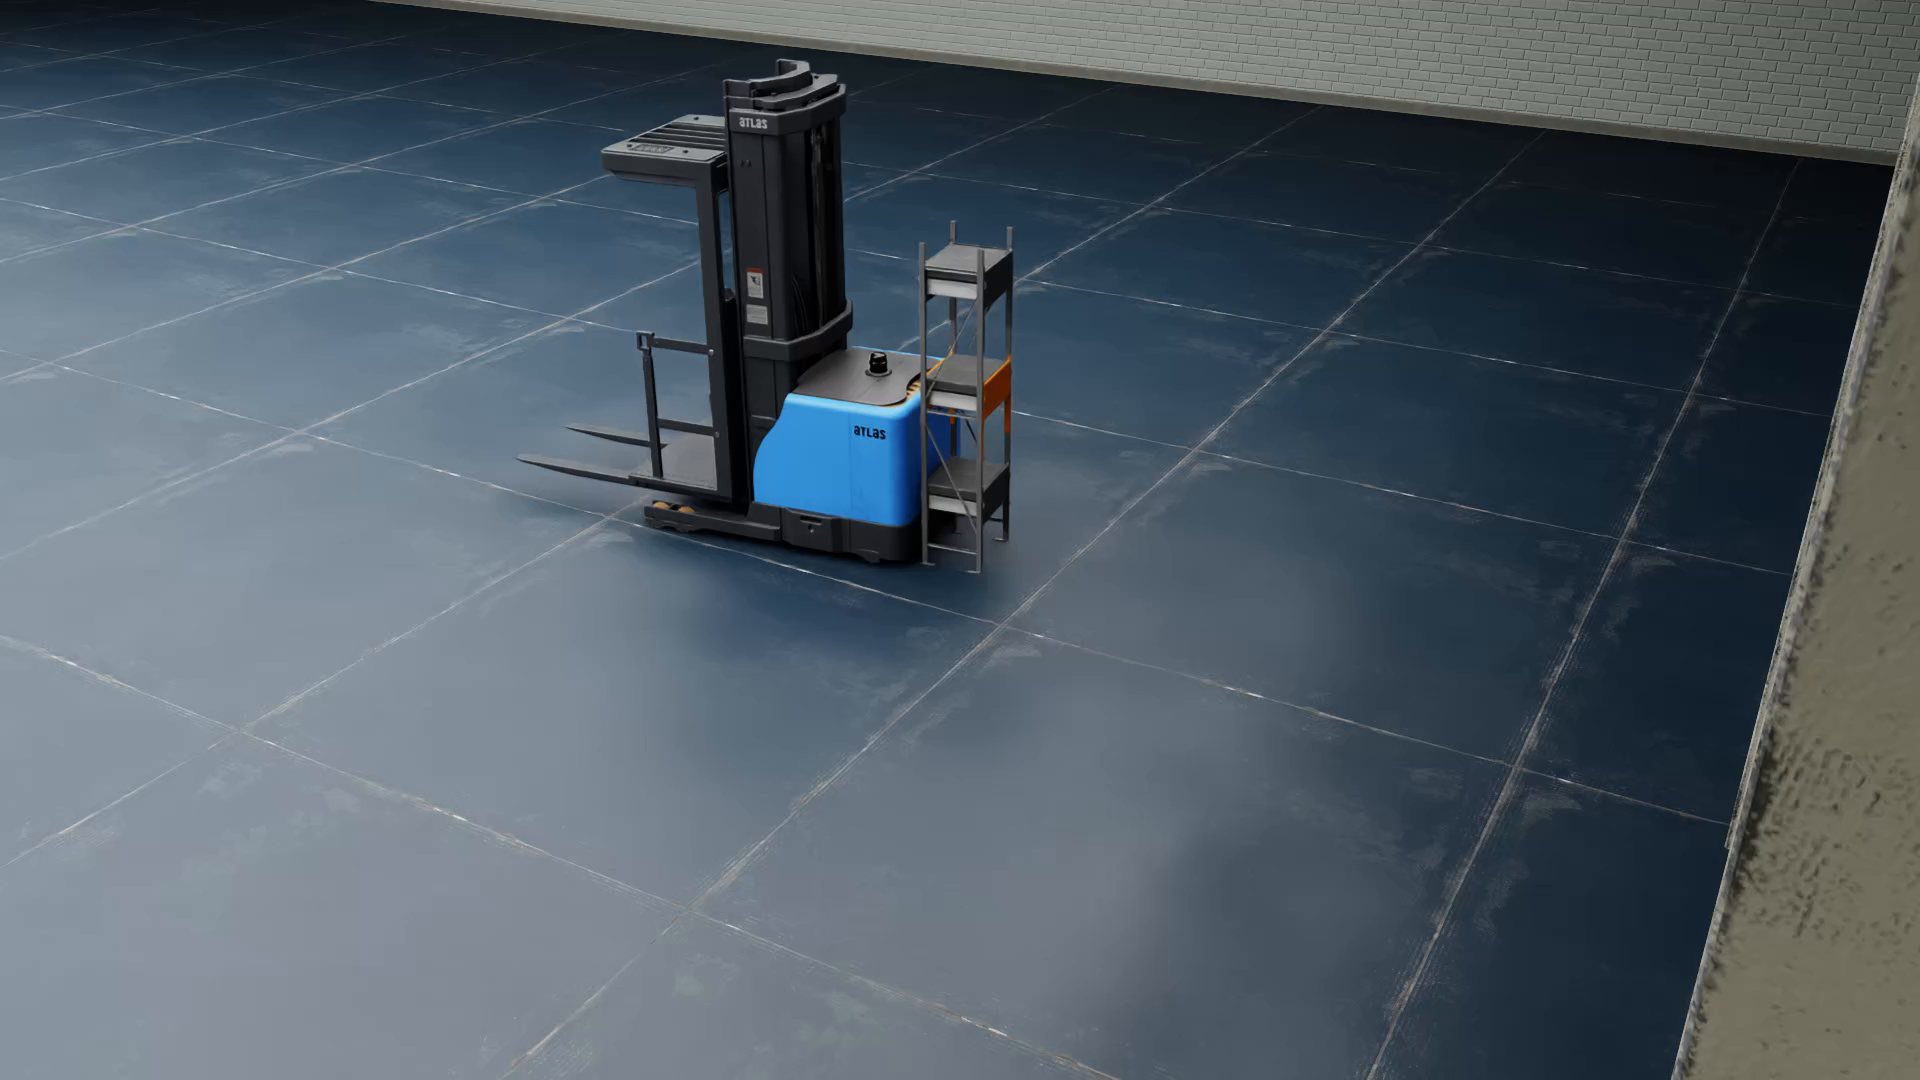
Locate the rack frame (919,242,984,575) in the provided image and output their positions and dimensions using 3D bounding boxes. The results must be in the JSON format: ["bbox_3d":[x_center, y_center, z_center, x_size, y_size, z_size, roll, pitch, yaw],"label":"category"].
[{"bbox_3d":[-0.050,-0.754,10.051,0.400,2.100,0.015,10,28,19],"label":"rack frame"}]

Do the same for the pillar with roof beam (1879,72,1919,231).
[{"bbox_3d":[6.042,-8.220,17.258,9.100,9.000,0.400,14,30,26],"label":"pillar with roof beam"}]

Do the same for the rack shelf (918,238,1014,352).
[{"bbox_3d":[0.040,-1.470,9.947,0.431,0.518,0.480,10,28,19],"label":"rack shelf"}]

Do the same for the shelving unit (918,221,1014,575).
[{"bbox_3d":[0.040,-0.856,10.254,0.431,2.100,0.503,10,28,19],"label":"shelving unit"}]

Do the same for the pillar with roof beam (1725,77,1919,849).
[{"bbox_3d":[0.138,-3.544,7.916,9.100,9.000,0.400,14,30,26],"label":"pillar with roof beam"}]

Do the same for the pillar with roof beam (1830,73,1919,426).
[{"bbox_3d":[3.090,-5.882,12.587,9.100,9.000,0.400,14,30,26],"label":"pillar with roof beam"}]

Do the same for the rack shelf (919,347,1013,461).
[{"bbox_3d":[0.040,-0.844,10.260,0.431,0.518,0.480,10,28,19],"label":"rack shelf"}]

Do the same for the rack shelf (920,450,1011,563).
[{"bbox_3d":[0.040,-0.218,10.573,0.431,0.518,0.480,10,28,19],"label":"rack shelf"}]

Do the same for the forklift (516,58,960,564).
[{"bbox_3d":[-1.553,-1.568,10.748,3.031,2.935,1.130,10,28,19],"label":"forklift"}]

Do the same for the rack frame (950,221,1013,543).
[{"bbox_3d":[0.130,-0.957,10.457,0.400,2.100,0.015,10,28,19],"label":"rack frame"}]
